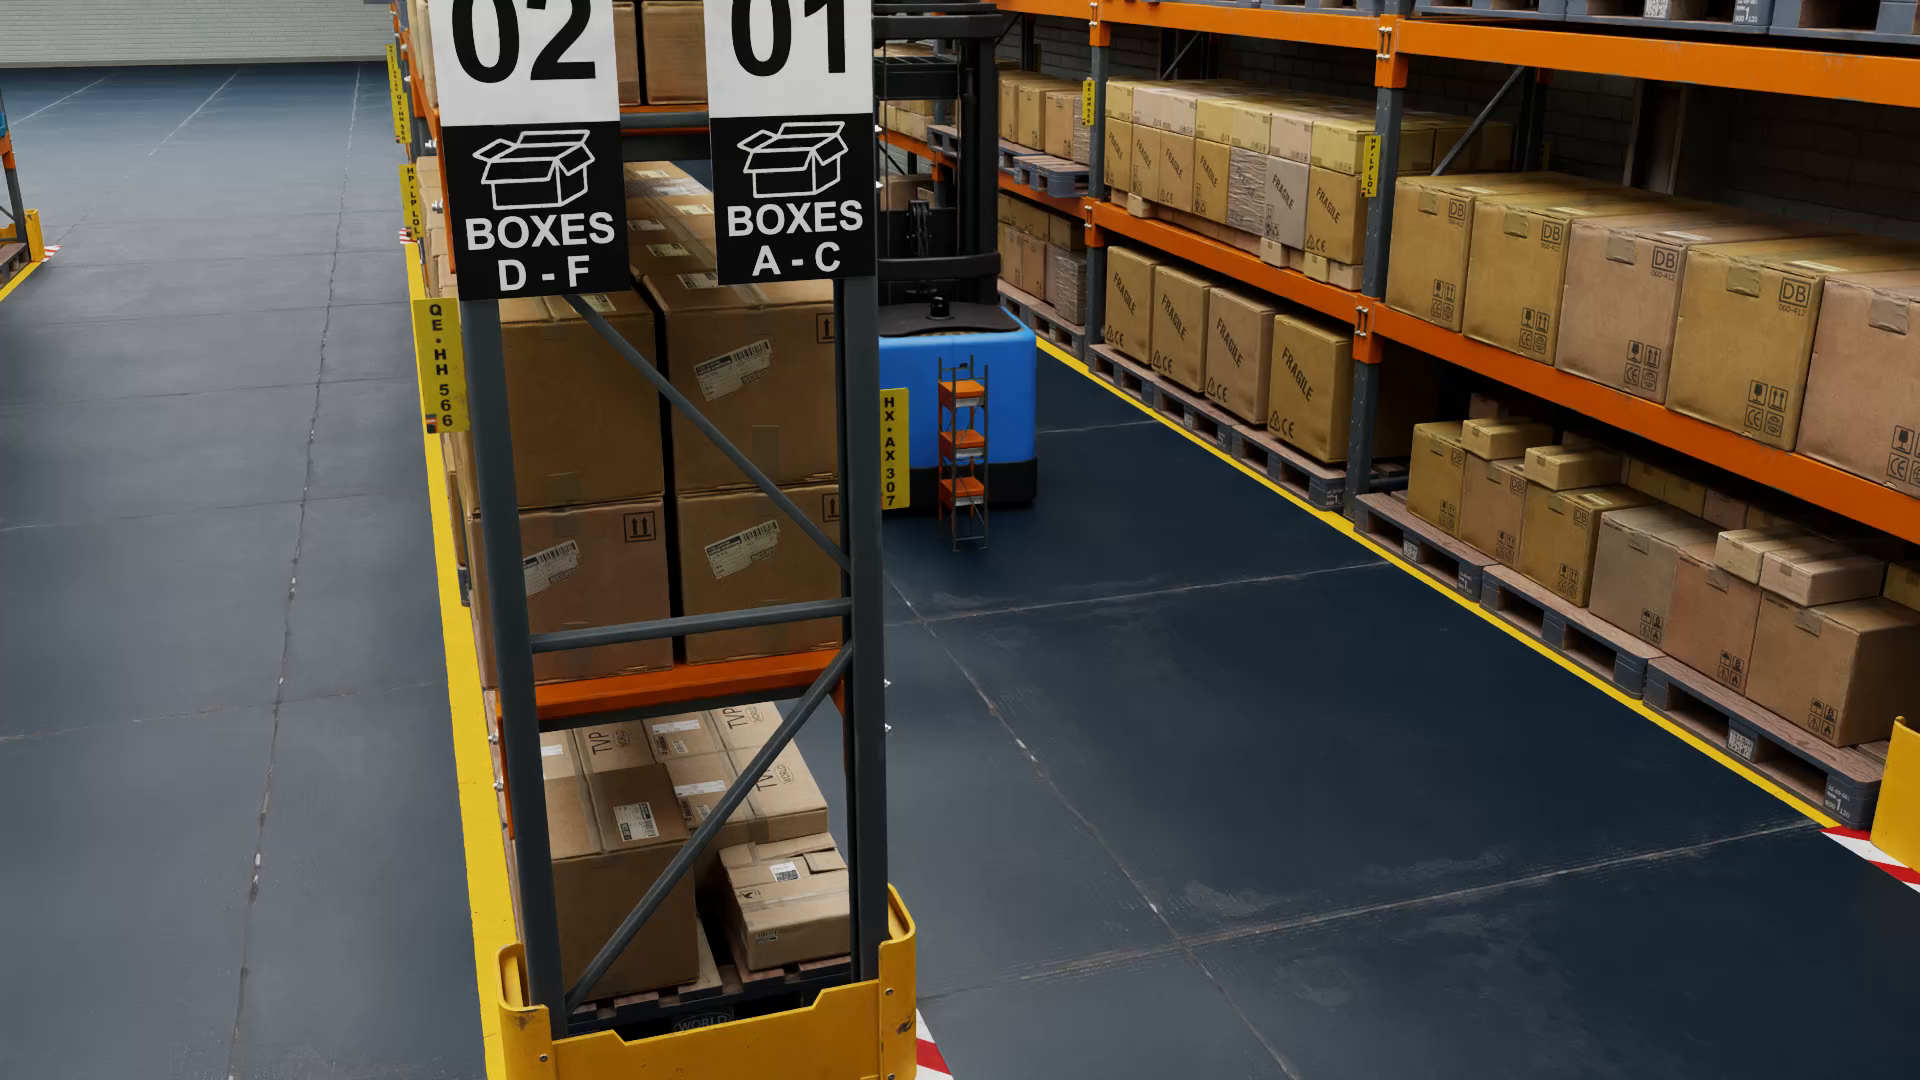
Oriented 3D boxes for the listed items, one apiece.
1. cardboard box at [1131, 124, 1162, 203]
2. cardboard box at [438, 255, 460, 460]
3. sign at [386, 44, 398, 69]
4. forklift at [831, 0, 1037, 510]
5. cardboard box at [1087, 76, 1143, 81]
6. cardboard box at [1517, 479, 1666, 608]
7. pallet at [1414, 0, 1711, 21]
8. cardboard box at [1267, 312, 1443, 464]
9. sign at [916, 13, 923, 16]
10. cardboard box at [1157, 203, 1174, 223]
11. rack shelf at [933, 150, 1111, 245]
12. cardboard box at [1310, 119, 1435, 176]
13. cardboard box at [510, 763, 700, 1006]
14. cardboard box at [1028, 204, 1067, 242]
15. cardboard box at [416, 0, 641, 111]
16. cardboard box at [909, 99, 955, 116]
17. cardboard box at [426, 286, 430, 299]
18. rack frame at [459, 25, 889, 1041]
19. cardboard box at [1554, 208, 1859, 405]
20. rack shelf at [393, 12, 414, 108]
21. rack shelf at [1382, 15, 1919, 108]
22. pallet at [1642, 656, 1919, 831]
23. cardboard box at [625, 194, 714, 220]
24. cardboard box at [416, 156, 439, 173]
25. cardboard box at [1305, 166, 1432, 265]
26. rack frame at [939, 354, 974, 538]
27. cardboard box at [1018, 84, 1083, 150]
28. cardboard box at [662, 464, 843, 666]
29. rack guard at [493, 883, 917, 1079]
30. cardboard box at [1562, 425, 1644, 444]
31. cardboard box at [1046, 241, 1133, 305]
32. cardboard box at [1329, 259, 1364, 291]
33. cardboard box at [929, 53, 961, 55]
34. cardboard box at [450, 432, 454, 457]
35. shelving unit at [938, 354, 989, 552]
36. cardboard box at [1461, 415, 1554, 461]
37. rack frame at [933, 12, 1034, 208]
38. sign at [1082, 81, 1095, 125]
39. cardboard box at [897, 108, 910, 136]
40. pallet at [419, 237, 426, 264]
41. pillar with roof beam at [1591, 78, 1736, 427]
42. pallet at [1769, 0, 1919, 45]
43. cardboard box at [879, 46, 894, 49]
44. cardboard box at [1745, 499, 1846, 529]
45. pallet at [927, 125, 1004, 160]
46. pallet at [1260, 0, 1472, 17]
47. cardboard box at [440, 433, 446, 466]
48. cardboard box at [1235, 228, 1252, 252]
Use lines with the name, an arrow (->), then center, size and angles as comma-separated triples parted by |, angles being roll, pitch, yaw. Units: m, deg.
cardboard box -> 1.556, -2.710, 11.908 | 0.500, 0.500, 0.500 | -6, 21, -15
cardboard box -> -1.257, -0.565, 4.924 | 0.500, 0.500, 0.500 | -6, 21, -16
sign -> -6.255, -5.294, 18.319 | 0.100, 0.325, 0.005 | -6, 21, -17
forklift -> -0.354, -2.017, 10.696 | 1.130, 2.935, 3.031 | -4, 20, -12
cardboard box -> 1.238, -3.635, 13.340 | 0.380, 0.149, 0.250 | -10, 22, -26
cardboard box -> 3.199, -0.026, 8.129 | 0.700, 0.500, 0.500 | -6, 21, -16
pallet -> 2.994, -2.689, 8.159 | 1.003, 0.211, 1.213 | -6, 21, -17
cardboard box -> 2.420, -0.963, 10.220 | 0.750, 0.750, 0.750 | -6, 21, -17
sign -> -0.491, -6.180, 20.003 | 0.100, 0.325, 0.005 | -6, 21, -17
cardboard box -> 1.644, -2.383, 11.957 | 0.380, 0.149, 0.250 | -7, 21, -18
rack shelf -> 0.861, -3.169, 14.867 | 1.077, 0.370, 4.000 | -6, 21, -17
cardboard box -> 2.358, -2.255, 9.529 | 0.500, 0.250, 0.500 | -6, 21, -16
cardboard box -> -1.102, 1.050, 5.104 | 0.500, 0.500, 0.500 | -6, 21, -17
cardboard box -> 0.928, -2.829, 14.794 | 0.500, 0.250, 0.500 | -6, 21, -17
cardboard box -> -1.109, -1.249, 4.242 | 0.500, 0.250, 0.500 | -6, 21, -17
cardboard box -> -0.209, -4.560, 16.759 | 0.500, 0.500, 0.500 | -6, 21, -17
cardboard box -> -3.779, -1.814, 12.647 | 0.500, 0.311, 0.500 | -7, 21, -18
rack frame -> -0.697, 0.229, 4.343 | 1.000, 3.000, 0.127 | -6, 21, -17
cardboard box -> 3.365, -1.081, 7.544 | 0.980, 0.700, 0.700 | -7, 21, -20
rack shelf -> -2.583, -2.770, 9.318 | 1.077, 0.370, 4.000 | -6, 21, -17
rack shelf -> 3.376, -2.014, 7.213 | 1.077, 0.370, 4.000 | -6, 21, -17
pallet -> 3.679, 0.765, 6.974 | 1.003, 0.211, 1.213 | -6, 21, -17
cardboard box -> -1.071, -0.950, 5.998 | 0.500, 0.500, 0.500 | -7, 21, -18
cardboard box -> -2.073, -1.392, 7.226 | 0.500, 0.500, 0.500 | -6, 21, -16
cardboard box -> 2.363, -1.900, 9.652 | 0.500, 0.500, 0.500 | -7, 21, -18
rack frame -> -0.022, -0.516, 9.300 | 0.200, 1.050, 0.008 | -6, 21, -17
cardboard box -> 0.920, -3.667, 14.391 | 0.700, 0.500, 0.500 | -6, 21, -17
cardboard box -> -0.586, 0.011, 4.800 | 0.500, 0.500, 0.500 | -6, 21, -16
rack guard -> -0.721, 1.381, 4.833 | 1.175, 0.500, 0.348 | -6, 21, -17
cardboard box -> 3.279, -0.472, 8.411 | 0.380, 0.149, 0.250 | -7, 21, -19
cardboard box -> 1.163, -2.300, 14.429 | 0.700, 0.500, 0.500 | -6, 21, -17
cardboard box -> 2.372, -1.552, 9.642 | 0.380, 0.149, 0.250 | -6, 21, -17
cardboard box -> -0.027, -4.941, 17.820 | 0.500, 0.500, 0.500 | -6, 21, -16
cardboard box -> -1.734, -0.585, 6.459 | 0.500, 0.500, 0.500 | -6, 21, -17
shelving unit -> 0.017, -0.477, 9.191 | 0.215, 1.050, 0.252 | -6, 21, -17
cardboard box -> 2.819, -0.529, 8.569 | 0.380, 0.149, 0.250 | -6, 21, -15
rack frame -> 0.233, -4.150, 16.533 | 1.000, 3.000, 0.127 | -6, 21, -17
sign -> 0.978, -3.313, 12.607 | 0.100, 0.325, 0.005 | -6, 21, -17
cardboard box -> -0.353, -4.369, 17.336 | 0.500, 0.250, 0.500 | -6, 21, -17
pallet -> -2.932, -2.038, 10.938 | 1.213, 0.211, 1.003 | -6, 21, -17
pillar with roof beam -> -0.298, -3.816, 6.728 | 9.100, 9.000, 0.400 | -6, 21, -17
pallet -> 3.761, -1.906, 5.979 | 1.003, 0.211, 1.213 | -6, 21, -17
cardboard box -> -1.014, -5.380, 19.042 | 0.500, 0.500, 0.500 | -6, 21, -17
cardboard box -> 3.681, -0.063, 7.273 | 0.380, 0.149, 0.250 | -6, 21, -17
pallet -> 0.335, -3.799, 15.839 | 1.003, 0.211, 1.213 | -6, 21, -17
pallet -> 2.412, -3.193, 9.715 | 0.805, 0.209, 1.217 | -7, 21, -19
cardboard box -> -2.848, -0.697, 9.967 | 0.500, 0.500, 0.500 | -7, 21, -19
cardboard box -> 2.015, -1.964, 10.790 | 0.380, 0.149, 0.250 | -7, 21, -19
